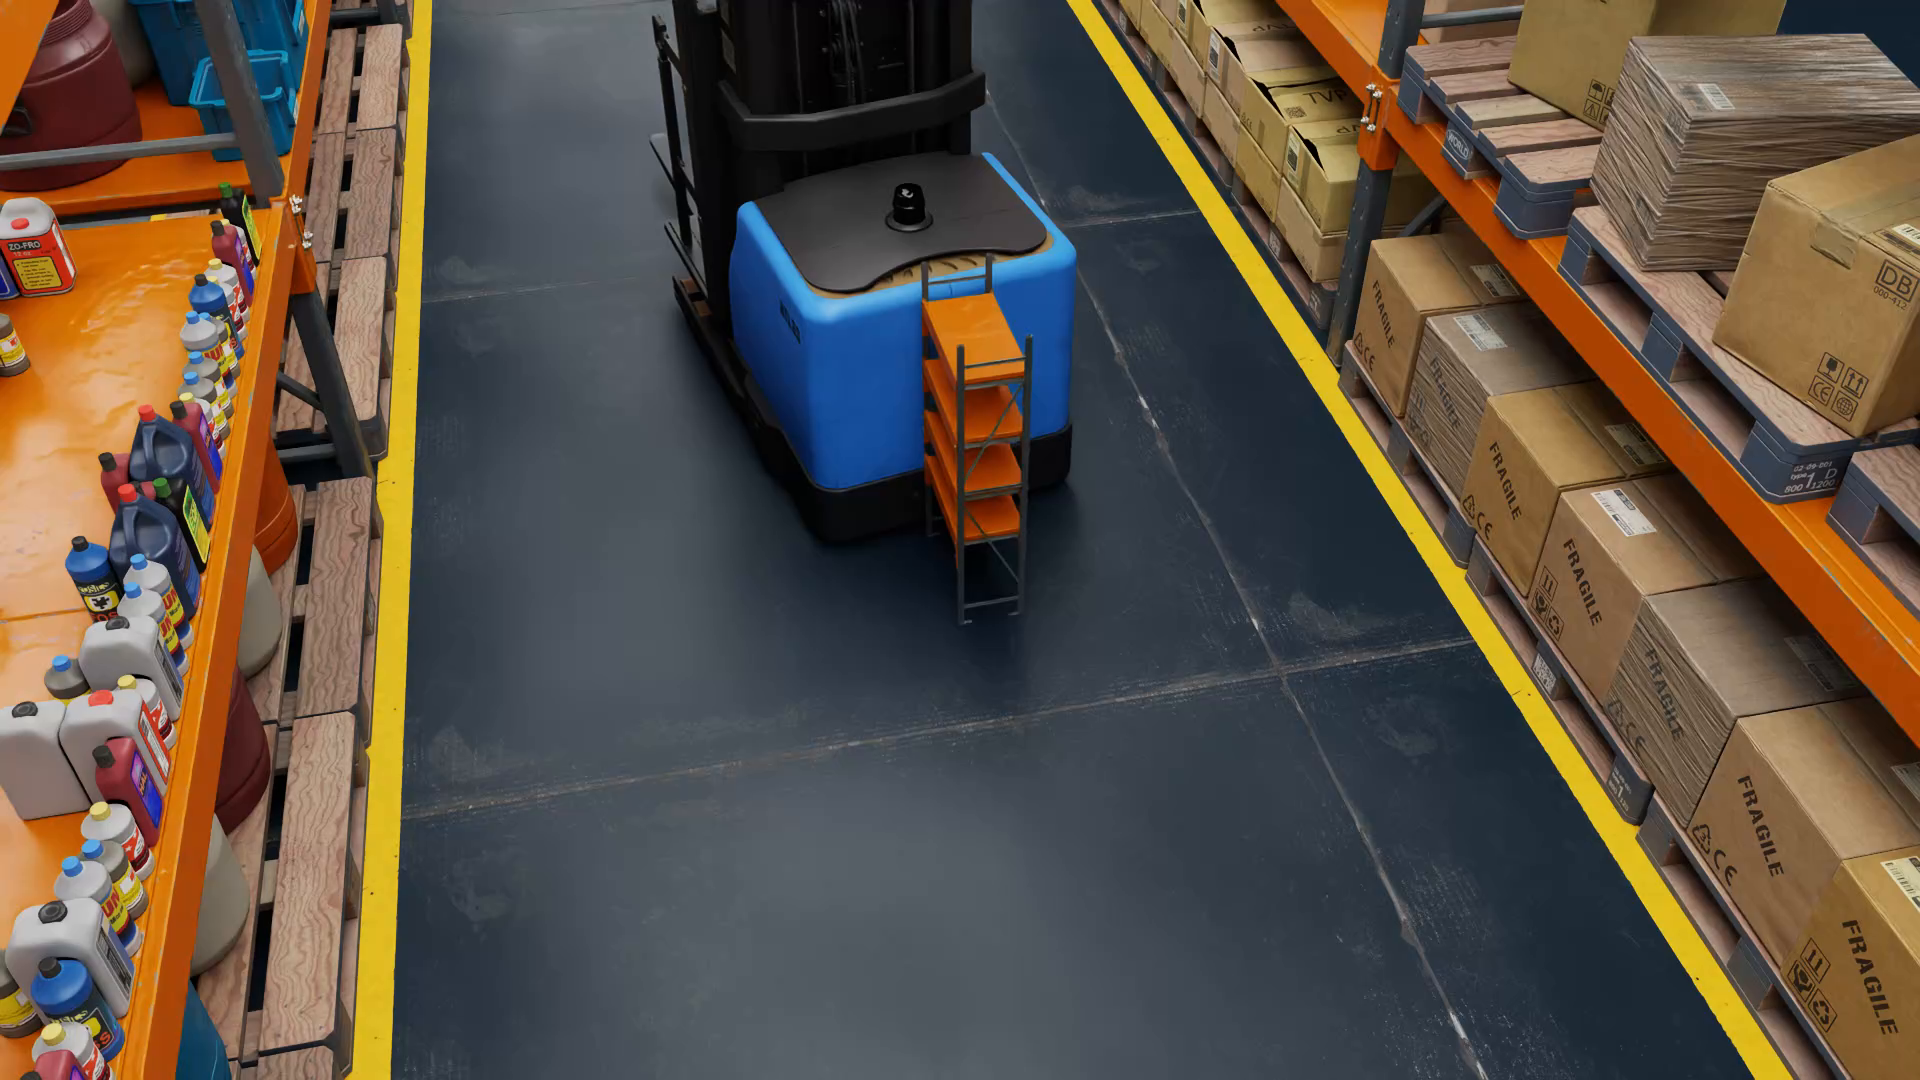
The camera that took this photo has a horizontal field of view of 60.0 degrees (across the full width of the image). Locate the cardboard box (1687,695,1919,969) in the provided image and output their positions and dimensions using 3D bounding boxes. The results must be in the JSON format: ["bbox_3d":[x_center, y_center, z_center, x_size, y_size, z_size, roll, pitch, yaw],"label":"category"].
[{"bbox_3d":[2.452,0.805,4.635,0.500,0.500,0.500,-8,42,-9],"label":"cardboard box"}]

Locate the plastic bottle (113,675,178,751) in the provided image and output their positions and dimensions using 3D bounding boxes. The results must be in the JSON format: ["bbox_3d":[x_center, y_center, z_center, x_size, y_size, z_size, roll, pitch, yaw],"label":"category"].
[{"bbox_3d":[-1.827,0.383,3.709,0.097,0.201,0.097,0,42,0],"label":"plastic bottle"}]

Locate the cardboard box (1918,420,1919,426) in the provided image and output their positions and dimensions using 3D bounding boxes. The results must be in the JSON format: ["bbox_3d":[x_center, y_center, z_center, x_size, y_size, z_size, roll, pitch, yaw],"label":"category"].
[{"bbox_3d":[2.842,-0.335,3.976,0.700,0.500,0.500,-2,42,-2],"label":"cardboard box"}]

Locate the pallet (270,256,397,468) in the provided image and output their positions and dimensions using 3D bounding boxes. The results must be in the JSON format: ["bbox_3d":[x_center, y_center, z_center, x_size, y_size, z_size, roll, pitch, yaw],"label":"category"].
[{"bbox_3d":[-2.894,-0.715,6.897,1.003,0.211,1.213,-8,42,-9],"label":"pallet"}]

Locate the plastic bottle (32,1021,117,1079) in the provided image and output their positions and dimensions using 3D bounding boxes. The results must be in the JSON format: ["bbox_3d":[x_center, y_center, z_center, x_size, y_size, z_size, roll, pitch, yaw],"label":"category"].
[{"bbox_3d":[-1.635,0.959,3.059,0.097,0.201,0.097,0,42,0],"label":"plastic bottle"}]

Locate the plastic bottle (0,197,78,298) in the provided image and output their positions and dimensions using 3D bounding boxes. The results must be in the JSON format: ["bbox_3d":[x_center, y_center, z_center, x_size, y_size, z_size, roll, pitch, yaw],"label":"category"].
[{"bbox_3d":[-2.838,-0.899,5.096,0.152,0.276,0.135,-8,42,-9],"label":"plastic bottle"}]

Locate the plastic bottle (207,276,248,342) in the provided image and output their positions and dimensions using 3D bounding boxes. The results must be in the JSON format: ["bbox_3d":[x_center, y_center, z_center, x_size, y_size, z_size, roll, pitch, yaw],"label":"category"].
[{"bbox_3d":[-2.183,-0.685,4.912,0.097,0.201,0.097,0,42,0],"label":"plastic bottle"}]

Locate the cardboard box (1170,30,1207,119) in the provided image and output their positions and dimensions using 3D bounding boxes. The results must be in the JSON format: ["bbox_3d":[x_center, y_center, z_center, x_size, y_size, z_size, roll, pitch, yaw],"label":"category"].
[{"bbox_3d":[1.387,-2.385,8.433,0.500,0.250,0.500,-8,42,-8],"label":"cardboard box"}]

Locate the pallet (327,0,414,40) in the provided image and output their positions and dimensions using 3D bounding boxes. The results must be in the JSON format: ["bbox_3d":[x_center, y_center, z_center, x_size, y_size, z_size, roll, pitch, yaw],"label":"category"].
[{"bbox_3d":[-3.732,-3.242,9.743,1.003,0.211,1.213,-8,42,-9],"label":"pallet"}]

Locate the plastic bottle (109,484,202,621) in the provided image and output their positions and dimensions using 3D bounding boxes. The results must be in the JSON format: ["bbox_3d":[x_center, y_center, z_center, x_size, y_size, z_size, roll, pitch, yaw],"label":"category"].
[{"bbox_3d":[-1.951,0.026,3.999,0.144,0.351,0.185,-8,42,-9],"label":"plastic bottle"}]

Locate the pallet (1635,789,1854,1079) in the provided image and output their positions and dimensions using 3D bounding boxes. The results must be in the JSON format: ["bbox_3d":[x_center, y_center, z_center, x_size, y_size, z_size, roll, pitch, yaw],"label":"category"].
[{"bbox_3d":[2.724,1.156,4.788,1.003,0.211,1.213,-8,42,-9],"label":"pallet"}]

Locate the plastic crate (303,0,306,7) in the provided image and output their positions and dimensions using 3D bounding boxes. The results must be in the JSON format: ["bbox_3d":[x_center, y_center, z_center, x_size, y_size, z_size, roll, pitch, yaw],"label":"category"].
[{"bbox_3d":[-2.814,-2.365,6.607,0.402,0.464,0.583,-8,42,-9],"label":"plastic crate"}]

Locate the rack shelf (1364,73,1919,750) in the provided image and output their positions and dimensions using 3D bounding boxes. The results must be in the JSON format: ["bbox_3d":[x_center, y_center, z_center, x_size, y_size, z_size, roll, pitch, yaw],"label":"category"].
[{"bbox_3d":[2.505,-0.392,4.974,1.077,0.370,4.000,-8,42,-9],"label":"rack shelf"}]

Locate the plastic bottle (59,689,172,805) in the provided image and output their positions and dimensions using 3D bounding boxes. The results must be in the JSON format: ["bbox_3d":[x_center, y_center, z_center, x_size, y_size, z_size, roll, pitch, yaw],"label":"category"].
[{"bbox_3d":[-1.829,0.434,3.595,0.152,0.276,0.135,-8,42,-9],"label":"plastic bottle"}]

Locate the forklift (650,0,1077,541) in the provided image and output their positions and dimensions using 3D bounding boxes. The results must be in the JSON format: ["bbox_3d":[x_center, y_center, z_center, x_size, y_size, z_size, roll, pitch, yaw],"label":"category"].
[{"bbox_3d":[-0.615,-2.075,6.380,1.130,2.935,3.031,-16,44,-17],"label":"forklift"}]

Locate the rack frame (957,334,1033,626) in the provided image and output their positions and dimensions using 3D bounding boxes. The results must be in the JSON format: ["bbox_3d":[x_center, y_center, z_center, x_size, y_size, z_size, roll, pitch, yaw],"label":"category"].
[{"bbox_3d":[0.109,-0.166,5.534,0.240,1.200,0.015,-9,42,-10],"label":"rack frame"}]

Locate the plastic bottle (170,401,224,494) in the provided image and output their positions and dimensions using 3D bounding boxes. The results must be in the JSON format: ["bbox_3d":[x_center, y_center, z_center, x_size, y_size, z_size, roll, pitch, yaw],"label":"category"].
[{"bbox_3d":[-2.014,-0.265,4.376,0.061,0.283,0.133,-8,42,-9],"label":"plastic bottle"}]

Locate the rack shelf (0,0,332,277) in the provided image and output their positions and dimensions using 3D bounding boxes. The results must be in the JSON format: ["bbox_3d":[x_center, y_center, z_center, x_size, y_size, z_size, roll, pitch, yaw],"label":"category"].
[{"bbox_3d":[-3.196,-2.278,7.098,1.077,0.370,4.000,-8,42,-9],"label":"rack shelf"}]

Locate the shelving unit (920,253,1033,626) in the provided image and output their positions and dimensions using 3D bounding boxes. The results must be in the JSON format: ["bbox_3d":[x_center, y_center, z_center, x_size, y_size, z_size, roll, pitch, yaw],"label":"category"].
[{"bbox_3d":[0.049,-0.324,5.711,0.258,1.200,0.503,-9,42,-10],"label":"shelving unit"}]

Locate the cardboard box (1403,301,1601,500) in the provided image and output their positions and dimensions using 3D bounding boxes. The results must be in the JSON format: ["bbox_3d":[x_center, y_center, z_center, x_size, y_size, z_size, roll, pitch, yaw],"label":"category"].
[{"bbox_3d":[2.011,-0.513,6.120,0.500,0.500,0.500,-10,43,-11],"label":"cardboard box"}]

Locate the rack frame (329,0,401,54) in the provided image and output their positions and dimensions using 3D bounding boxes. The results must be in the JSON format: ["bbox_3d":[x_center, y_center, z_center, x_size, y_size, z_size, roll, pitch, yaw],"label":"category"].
[{"bbox_3d":[-3.628,-3.843,8.320,1.000,3.000,0.127,-8,42,-9],"label":"rack frame"}]

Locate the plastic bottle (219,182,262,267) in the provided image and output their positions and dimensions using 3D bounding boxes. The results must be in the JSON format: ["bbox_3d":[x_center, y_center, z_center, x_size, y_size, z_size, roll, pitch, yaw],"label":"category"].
[{"bbox_3d":[-2.260,-1.005,5.211,0.061,0.283,0.133,-8,42,-9],"label":"plastic bottle"}]

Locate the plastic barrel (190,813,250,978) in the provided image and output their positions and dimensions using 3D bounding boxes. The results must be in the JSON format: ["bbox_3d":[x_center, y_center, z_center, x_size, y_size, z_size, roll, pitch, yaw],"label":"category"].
[{"bbox_3d":[-2.189,0.923,4.508,0.421,0.512,0.421,0,42,0],"label":"plastic barrel"}]

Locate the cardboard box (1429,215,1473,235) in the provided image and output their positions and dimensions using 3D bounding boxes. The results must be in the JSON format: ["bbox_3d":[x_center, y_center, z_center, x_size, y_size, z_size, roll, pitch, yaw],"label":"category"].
[{"bbox_3d":[2.247,-1.468,7.399,0.500,0.250,0.500,-8,42,-9],"label":"cardboard box"}]

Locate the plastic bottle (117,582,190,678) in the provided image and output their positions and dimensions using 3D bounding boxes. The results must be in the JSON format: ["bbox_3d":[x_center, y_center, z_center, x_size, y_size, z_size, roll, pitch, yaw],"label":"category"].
[{"bbox_3d":[-1.877,0.206,3.855,0.097,0.271,0.097,0,42,0],"label":"plastic bottle"}]

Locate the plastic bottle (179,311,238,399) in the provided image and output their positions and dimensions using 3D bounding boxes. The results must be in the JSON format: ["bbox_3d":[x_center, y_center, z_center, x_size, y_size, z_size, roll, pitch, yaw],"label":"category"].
[{"bbox_3d":[-2.120,-0.522,4.675,0.097,0.271,0.097,0,42,0],"label":"plastic bottle"}]

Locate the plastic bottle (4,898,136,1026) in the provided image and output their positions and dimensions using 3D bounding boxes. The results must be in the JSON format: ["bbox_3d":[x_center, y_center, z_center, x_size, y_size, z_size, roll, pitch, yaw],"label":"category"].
[{"bbox_3d":[-1.708,0.797,3.186,0.152,0.276,0.135,-8,42,-9],"label":"plastic bottle"}]

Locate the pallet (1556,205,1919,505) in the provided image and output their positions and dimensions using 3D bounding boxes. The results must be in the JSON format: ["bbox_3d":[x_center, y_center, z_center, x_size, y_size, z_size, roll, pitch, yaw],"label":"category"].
[{"bbox_3d":[2.497,-0.626,4.840,1.003,0.211,1.213,-8,42,-9],"label":"pallet"}]

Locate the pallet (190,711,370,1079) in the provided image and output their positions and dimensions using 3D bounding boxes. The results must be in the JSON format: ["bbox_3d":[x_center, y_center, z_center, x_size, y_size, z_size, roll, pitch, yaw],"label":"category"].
[{"bbox_3d":[-2.294,1.087,4.867,1.003,0.211,1.213,-8,42,-9],"label":"pallet"}]

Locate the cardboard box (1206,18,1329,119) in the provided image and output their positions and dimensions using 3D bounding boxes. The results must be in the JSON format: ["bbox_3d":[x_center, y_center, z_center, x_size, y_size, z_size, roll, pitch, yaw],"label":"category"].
[{"bbox_3d":[1.495,-2.264,7.873,0.500,0.311,0.500,-9,42,-10],"label":"cardboard box"}]

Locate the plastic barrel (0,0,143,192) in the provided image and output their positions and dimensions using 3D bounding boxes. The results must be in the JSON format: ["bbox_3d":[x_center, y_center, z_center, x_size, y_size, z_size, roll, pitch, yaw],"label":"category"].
[{"bbox_3d":[-3.160,-1.558,5.644,0.600,0.536,0.708,-8,42,-9],"label":"plastic barrel"}]

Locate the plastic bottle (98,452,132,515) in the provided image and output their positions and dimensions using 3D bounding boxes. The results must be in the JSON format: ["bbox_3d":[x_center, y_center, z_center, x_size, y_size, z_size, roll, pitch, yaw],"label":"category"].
[{"bbox_3d":[-2.115,-0.124,4.218,0.061,0.283,0.133,-8,42,-9],"label":"plastic bottle"}]

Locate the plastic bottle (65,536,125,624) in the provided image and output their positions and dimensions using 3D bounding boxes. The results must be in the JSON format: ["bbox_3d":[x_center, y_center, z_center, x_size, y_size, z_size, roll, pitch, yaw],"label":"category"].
[{"bbox_3d":[-2.060,0.101,3.974,0.097,0.271,0.097,0,42,0],"label":"plastic bottle"}]

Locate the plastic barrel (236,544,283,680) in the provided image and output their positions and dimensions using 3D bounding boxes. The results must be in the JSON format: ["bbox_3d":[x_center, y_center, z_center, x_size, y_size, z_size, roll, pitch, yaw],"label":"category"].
[{"bbox_3d":[-2.433,0.191,5.333,0.421,0.512,0.421,0,42,0],"label":"plastic barrel"}]

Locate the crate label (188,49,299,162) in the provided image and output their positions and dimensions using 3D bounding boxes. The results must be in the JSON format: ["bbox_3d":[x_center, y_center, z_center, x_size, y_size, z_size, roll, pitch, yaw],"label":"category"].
[{"bbox_3d":[-2.489,-1.514,5.823,0.303,0.233,0.416,-8,42,-9],"label":"crate label"}]

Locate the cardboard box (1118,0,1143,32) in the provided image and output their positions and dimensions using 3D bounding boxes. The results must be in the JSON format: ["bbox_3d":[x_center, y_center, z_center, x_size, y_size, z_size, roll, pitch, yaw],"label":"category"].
[{"bbox_3d":[1.164,-3.051,9.182,0.500,0.250,0.500,-7,42,-8],"label":"cardboard box"}]

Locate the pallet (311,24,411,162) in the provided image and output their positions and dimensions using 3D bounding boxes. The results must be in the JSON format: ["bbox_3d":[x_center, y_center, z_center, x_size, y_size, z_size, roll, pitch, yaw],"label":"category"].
[{"bbox_3d":[-3.420,-2.297,8.678,1.003,0.211,1.213,-8,42,-9],"label":"pallet"}]

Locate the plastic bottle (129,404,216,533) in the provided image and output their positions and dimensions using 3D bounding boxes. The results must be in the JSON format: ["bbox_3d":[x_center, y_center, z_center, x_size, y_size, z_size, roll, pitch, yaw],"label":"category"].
[{"bbox_3d":[-2.020,-0.181,4.231,0.144,0.351,0.185,-8,42,-9],"label":"plastic bottle"}]

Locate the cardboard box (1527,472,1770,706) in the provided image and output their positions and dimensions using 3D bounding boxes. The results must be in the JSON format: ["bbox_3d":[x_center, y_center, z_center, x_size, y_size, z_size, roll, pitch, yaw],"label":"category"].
[{"bbox_3d":[2.232,0.151,5.372,0.500,0.500,0.500,-10,43,-11],"label":"cardboard box"}]

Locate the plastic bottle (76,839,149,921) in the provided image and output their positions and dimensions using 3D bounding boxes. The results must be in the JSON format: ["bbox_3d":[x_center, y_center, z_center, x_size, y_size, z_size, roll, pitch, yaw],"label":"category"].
[{"bbox_3d":[-1.727,0.683,3.371,0.097,0.201,0.097,0,42,0],"label":"plastic bottle"}]

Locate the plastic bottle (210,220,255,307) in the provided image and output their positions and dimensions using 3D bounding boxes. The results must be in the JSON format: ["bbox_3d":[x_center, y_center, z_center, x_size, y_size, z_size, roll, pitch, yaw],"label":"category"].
[{"bbox_3d":[-2.211,-0.856,5.043,0.061,0.283,0.133,-8,42,-9],"label":"plastic bottle"}]

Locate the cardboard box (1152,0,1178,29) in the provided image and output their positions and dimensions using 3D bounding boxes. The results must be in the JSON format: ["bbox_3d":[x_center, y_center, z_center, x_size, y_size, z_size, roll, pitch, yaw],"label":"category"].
[{"bbox_3d":[1.271,-2.925,8.618,0.500,0.311,0.500,-10,43,-11],"label":"cardboard box"}]

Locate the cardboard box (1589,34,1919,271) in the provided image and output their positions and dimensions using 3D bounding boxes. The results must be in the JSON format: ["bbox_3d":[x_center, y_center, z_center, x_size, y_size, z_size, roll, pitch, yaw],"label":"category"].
[{"bbox_3d":[2.330,-1.140,4.883,0.700,0.500,0.500,-1,42,-1],"label":"cardboard box"}]

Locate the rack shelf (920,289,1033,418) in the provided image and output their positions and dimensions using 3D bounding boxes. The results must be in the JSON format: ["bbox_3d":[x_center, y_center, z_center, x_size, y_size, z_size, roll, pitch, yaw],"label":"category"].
[{"bbox_3d":[0.049,-0.617,5.450,0.258,0.148,0.480,-9,42,-10],"label":"rack shelf"}]

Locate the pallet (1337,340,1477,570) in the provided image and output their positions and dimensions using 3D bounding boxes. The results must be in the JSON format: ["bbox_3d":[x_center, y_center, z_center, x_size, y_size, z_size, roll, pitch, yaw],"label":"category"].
[{"bbox_3d":[2.197,-0.425,6.570,1.003,0.211,1.213,-8,42,-9],"label":"pallet"}]

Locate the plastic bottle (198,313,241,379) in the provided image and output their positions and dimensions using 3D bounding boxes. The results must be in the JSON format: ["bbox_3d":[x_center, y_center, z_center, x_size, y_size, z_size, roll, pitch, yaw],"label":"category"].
[{"bbox_3d":[-2.141,-0.559,4.769,0.097,0.201,0.097,0,42,0],"label":"plastic bottle"}]

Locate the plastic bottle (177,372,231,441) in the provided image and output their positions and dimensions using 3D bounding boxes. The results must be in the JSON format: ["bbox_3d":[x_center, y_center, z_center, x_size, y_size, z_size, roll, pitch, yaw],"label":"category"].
[{"bbox_3d":[-2.078,-0.369,4.556,0.097,0.201,0.097,0,42,0],"label":"plastic bottle"}]

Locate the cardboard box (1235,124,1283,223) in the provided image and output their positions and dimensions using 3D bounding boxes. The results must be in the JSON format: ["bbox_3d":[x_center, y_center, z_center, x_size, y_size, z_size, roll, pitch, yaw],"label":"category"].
[{"bbox_3d":[1.607,-1.726,7.690,0.500,0.250,0.500,-9,42,-10],"label":"cardboard box"}]

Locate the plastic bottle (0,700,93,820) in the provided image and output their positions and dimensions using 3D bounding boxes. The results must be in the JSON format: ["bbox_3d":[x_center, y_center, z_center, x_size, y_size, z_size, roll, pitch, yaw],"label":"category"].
[{"bbox_3d":[-1.977,0.456,3.570,0.152,0.276,0.135,-8,42,-9],"label":"plastic bottle"}]

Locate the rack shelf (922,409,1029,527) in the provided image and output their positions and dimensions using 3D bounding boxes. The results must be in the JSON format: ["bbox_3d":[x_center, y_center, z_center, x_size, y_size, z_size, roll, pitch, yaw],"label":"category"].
[{"bbox_3d":[0.049,-0.273,5.755,0.258,0.148,0.480,-9,42,-10],"label":"rack shelf"}]

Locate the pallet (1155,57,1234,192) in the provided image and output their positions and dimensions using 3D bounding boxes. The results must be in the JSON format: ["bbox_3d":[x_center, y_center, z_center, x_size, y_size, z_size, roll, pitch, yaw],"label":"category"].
[{"bbox_3d":[1.674,-2.243,8.618,1.003,0.211,1.213,-8,42,-9],"label":"pallet"}]

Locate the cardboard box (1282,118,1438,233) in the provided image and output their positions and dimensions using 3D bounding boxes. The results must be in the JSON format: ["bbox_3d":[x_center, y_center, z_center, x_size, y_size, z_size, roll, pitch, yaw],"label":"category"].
[{"bbox_3d":[1.720,-1.600,7.126,0.500,0.311,0.500,-7,42,-8],"label":"cardboard box"}]
